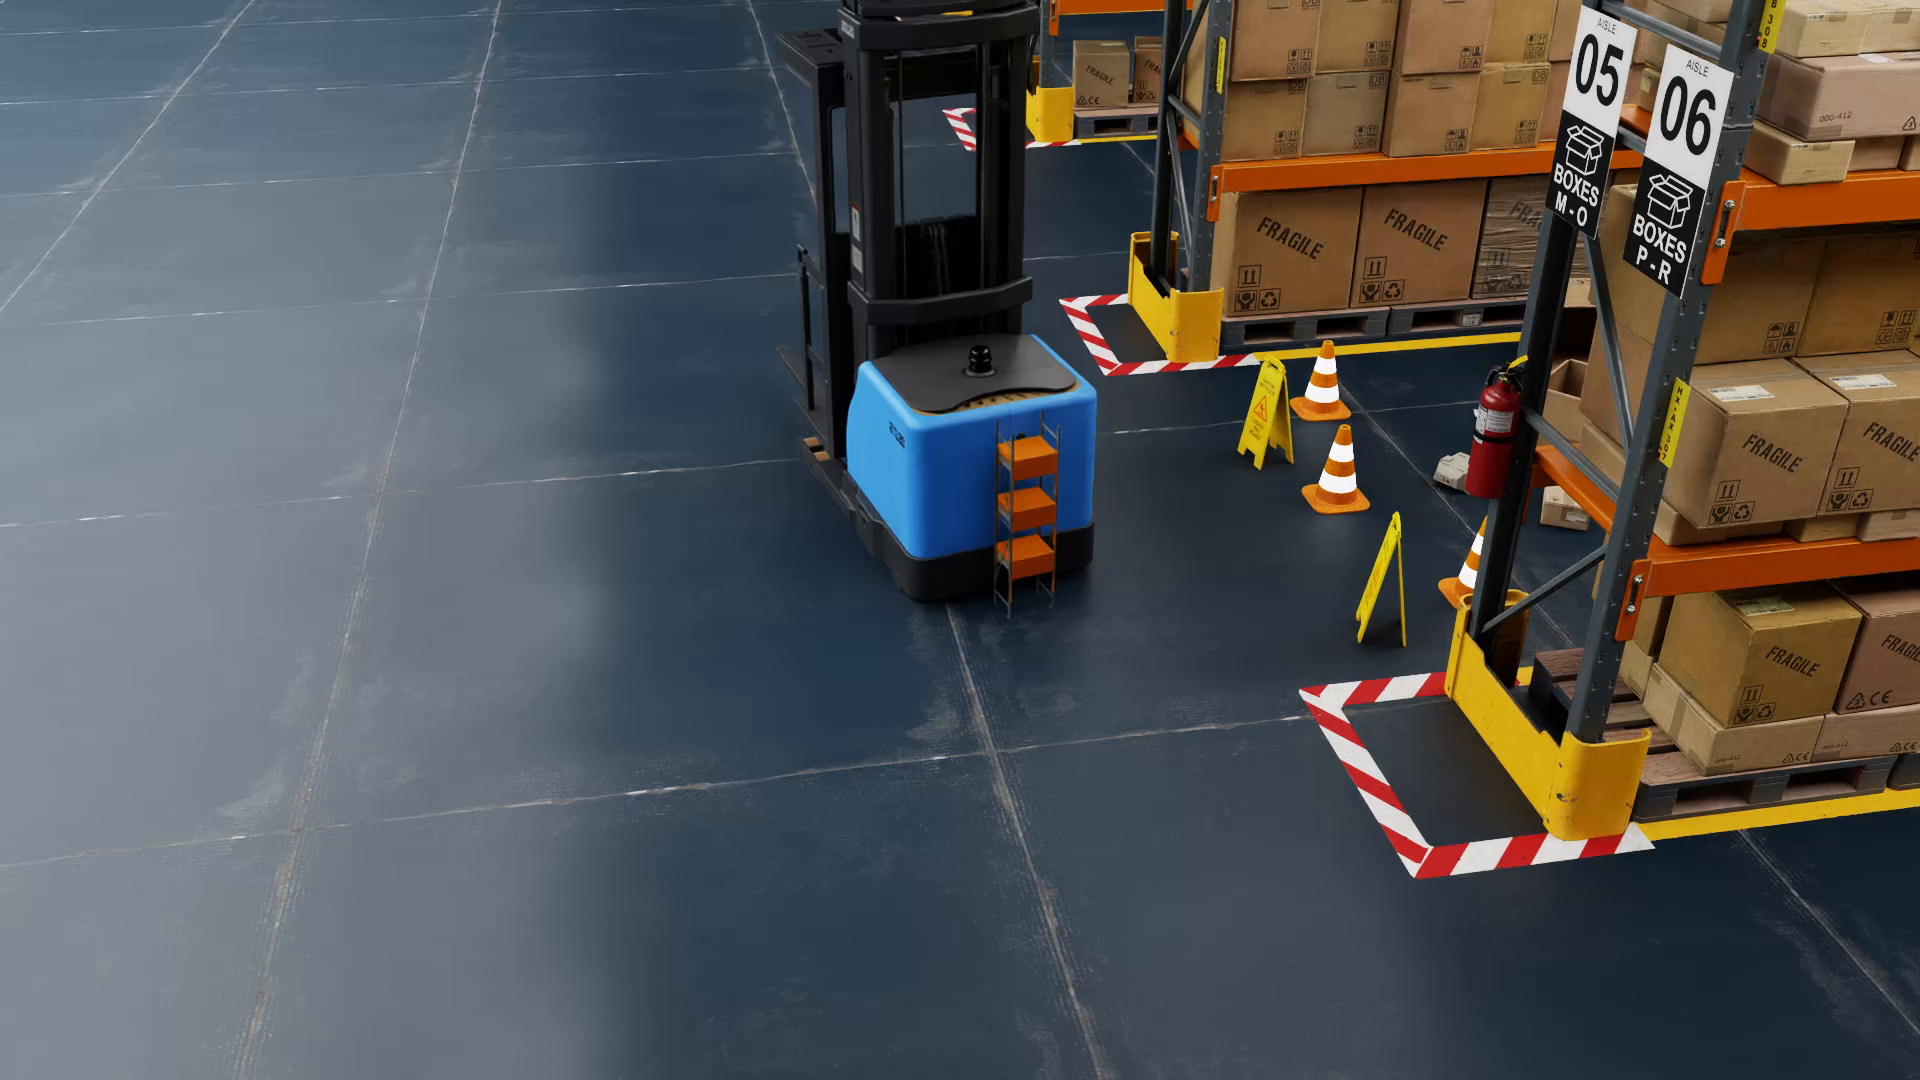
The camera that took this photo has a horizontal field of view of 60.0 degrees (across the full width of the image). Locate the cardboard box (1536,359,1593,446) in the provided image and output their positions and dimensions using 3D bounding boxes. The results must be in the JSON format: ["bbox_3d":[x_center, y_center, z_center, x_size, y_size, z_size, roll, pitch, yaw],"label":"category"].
[{"bbox_3d":[3.768,-0.669,9.781,0.797,0.503,0.637,23,37,33],"label":"cardboard box"}]

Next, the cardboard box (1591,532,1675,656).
[{"bbox_3d":[3.238,0.156,7.475,0.500,0.500,0.500,-5,31,-9],"label":"cardboard box"}]

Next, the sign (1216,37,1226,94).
[{"bbox_3d":[1.600,-2.911,10.199,0.005,0.325,0.100,-5,31,-9],"label":"sign"}]

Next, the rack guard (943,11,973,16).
[{"bbox_3d":[-0.114,-6.685,20.017,0.348,0.500,1.175,-5,31,-9],"label":"rack guard"}]

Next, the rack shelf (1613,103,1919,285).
[{"bbox_3d":[4.464,-1.488,6.461,4.000,0.370,1.077,-5,31,-9],"label":"rack shelf"}]

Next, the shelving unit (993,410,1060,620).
[{"bbox_3d":[0.327,-0.116,8.302,0.252,1.050,0.215,-12,33,-20],"label":"shelving unit"}]

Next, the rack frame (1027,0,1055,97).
[{"bbox_3d":[0.712,-5.263,15.132,0.127,3.000,1.000,-5,31,-9],"label":"rack frame"}]

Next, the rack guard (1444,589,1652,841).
[{"bbox_3d":[2.571,0.748,7.374,0.348,0.500,1.175,-5,31,-9],"label":"rack guard"}]

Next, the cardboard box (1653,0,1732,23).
[{"bbox_3d":[2.776,-2.029,6.133,0.250,0.149,0.380,-5,31,-8],"label":"cardboard box"}]

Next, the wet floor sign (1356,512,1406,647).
[{"bbox_3d":[2.117,0.177,8.203,0.232,0.644,0.267,5,31,8],"label":"wet floor sign"}]

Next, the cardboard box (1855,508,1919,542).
[{"bbox_3d":[3.647,-0.156,6.694,0.250,0.149,0.380,-5,31,-8],"label":"cardboard box"}]

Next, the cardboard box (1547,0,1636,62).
[{"bbox_3d":[3.995,-3.571,11.040,0.550,0.550,0.875,-5,31,-9],"label":"cardboard box"}]

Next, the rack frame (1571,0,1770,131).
[{"bbox_3d":[2.497,-2.908,5.208,0.127,3.000,1.000,-5,31,-9],"label":"rack frame"}]

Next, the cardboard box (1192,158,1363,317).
[{"bbox_3d":[2.161,-2.141,11.504,0.875,0.875,0.875,-5,31,-9],"label":"cardboard box"}]

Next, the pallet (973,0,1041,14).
[{"bbox_3d":[0.686,-6.632,20.212,1.213,0.211,1.003,-5,31,-9],"label":"pallet"}]

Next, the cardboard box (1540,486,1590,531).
[{"bbox_3d":[3.421,-0.220,9.368,0.250,0.149,0.380,10,32,17],"label":"cardboard box"}]

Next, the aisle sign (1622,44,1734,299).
[{"bbox_3d":[2.491,-1.283,5.797,0.004,0.787,0.394,-5,31,-9],"label":"aisle sign"}]

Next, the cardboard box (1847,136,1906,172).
[{"bbox_3d":[3.124,-1.444,5.925,0.250,0.149,0.380,-6,31,-10],"label":"cardboard box"}]

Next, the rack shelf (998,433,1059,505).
[{"bbox_3d":[0.327,-0.352,8.164,0.240,0.259,0.215,-12,33,-20],"label":"rack shelf"}]

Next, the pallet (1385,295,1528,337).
[{"bbox_3d":[3.476,-1.801,11.994,1.213,0.211,1.003,-5,31,-9],"label":"pallet"}]

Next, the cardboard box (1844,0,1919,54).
[{"bbox_3d":[3.128,-1.812,5.765,0.250,0.149,0.380,-5,31,-9],"label":"cardboard box"}]

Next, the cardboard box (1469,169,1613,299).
[{"bbox_3d":[3.923,-2.305,11.782,0.875,0.875,0.875,-5,31,-9],"label":"cardboard box"}]

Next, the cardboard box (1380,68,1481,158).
[{"bbox_3d":[2.973,-2.952,11.053,0.550,0.550,0.875,-5,31,-9],"label":"cardboard box"}]

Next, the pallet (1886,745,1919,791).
[{"bbox_3d":[4.574,0.707,7.730,1.213,0.211,1.003,-5,31,-9],"label":"pallet"}]

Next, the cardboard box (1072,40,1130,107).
[{"bbox_3d":[1.329,-4.415,15.742,0.500,0.500,0.500,0,30,0],"label":"cardboard box"}]

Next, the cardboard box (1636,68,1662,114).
[{"bbox_3d":[2.797,-1.679,6.325,0.250,0.149,0.380,-5,31,-9],"label":"cardboard box"}]

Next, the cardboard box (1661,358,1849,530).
[{"bbox_3d":[3.012,-0.398,6.466,0.500,0.500,0.500,-6,31,-10],"label":"cardboard box"}]

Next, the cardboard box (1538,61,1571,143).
[{"bbox_3d":[3.990,-3.119,11.337,0.550,0.550,0.875,-5,31,-9],"label":"cardboard box"}]

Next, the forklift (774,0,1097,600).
[{"bbox_3d":[-0.318,-1.689,9.121,1.130,2.935,3.031,-12,32,-19],"label":"forklift"}]

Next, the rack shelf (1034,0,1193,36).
[{"bbox_3d":[2.679,-5.136,15.625,4.000,0.370,1.077,-5,31,-9],"label":"rack shelf"}]

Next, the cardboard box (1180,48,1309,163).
[{"bbox_3d":[1.862,-2.902,10.968,0.550,0.550,0.875,-5,31,-9],"label":"cardboard box"}]

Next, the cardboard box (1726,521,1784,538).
[{"bbox_3d":[3.114,-0.172,6.721,0.250,0.149,0.380,-5,31,-8],"label":"cardboard box"}]

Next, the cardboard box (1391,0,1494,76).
[{"bbox_3d":[2.977,-3.405,10.759,0.550,0.550,0.875,-5,31,-9],"label":"cardboard box"}]

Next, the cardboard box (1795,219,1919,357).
[{"bbox_3d":[3.459,-1.122,6.711,0.500,0.500,0.700,-5,31,-8],"label":"cardboard box"}]

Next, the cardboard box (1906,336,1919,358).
[{"bbox_3d":[4.022,-0.494,6.630,0.500,0.500,0.500,-6,31,-10],"label":"cardboard box"}]

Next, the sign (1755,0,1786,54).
[{"bbox_3d":[2.594,-1.721,5.287,0.005,0.325,0.100,-5,31,-9],"label":"sign"}]

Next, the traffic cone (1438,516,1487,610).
[{"bbox_3d":[2.687,0.089,8.532,0.334,0.463,0.336,-5,31,-9],"label":"traffic cone"}]

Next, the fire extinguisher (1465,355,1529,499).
[{"bbox_3d":[2.301,-0.508,7.121,0.183,0.674,0.296,-5,31,-9],"label":"fire extinguisher"}]

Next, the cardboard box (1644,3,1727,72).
[{"bbox_3d":[2.951,-1.860,6.239,0.500,0.250,0.500,-6,31,-10],"label":"cardboard box"}]

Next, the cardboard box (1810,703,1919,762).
[{"bbox_3d":[3.843,0.703,7.283,0.500,0.250,0.500,-4,31,-7],"label":"cardboard box"}]

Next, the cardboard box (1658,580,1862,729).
[{"bbox_3d":[3.363,0.421,7.024,0.500,0.500,0.500,-6,31,-11],"label":"cardboard box"}]

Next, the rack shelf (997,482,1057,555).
[{"bbox_3d":[0.327,-0.107,8.308,0.240,0.259,0.215,-12,33,-20],"label":"rack shelf"}]

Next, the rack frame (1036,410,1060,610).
[{"bbox_3d":[0.440,-0.140,8.343,0.008,1.050,0.200,-12,33,-20],"label":"rack frame"}]

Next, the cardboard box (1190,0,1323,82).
[{"bbox_3d":[1.878,-3.326,10.623,0.550,0.550,0.875,-5,31,-9],"label":"cardboard box"}]
